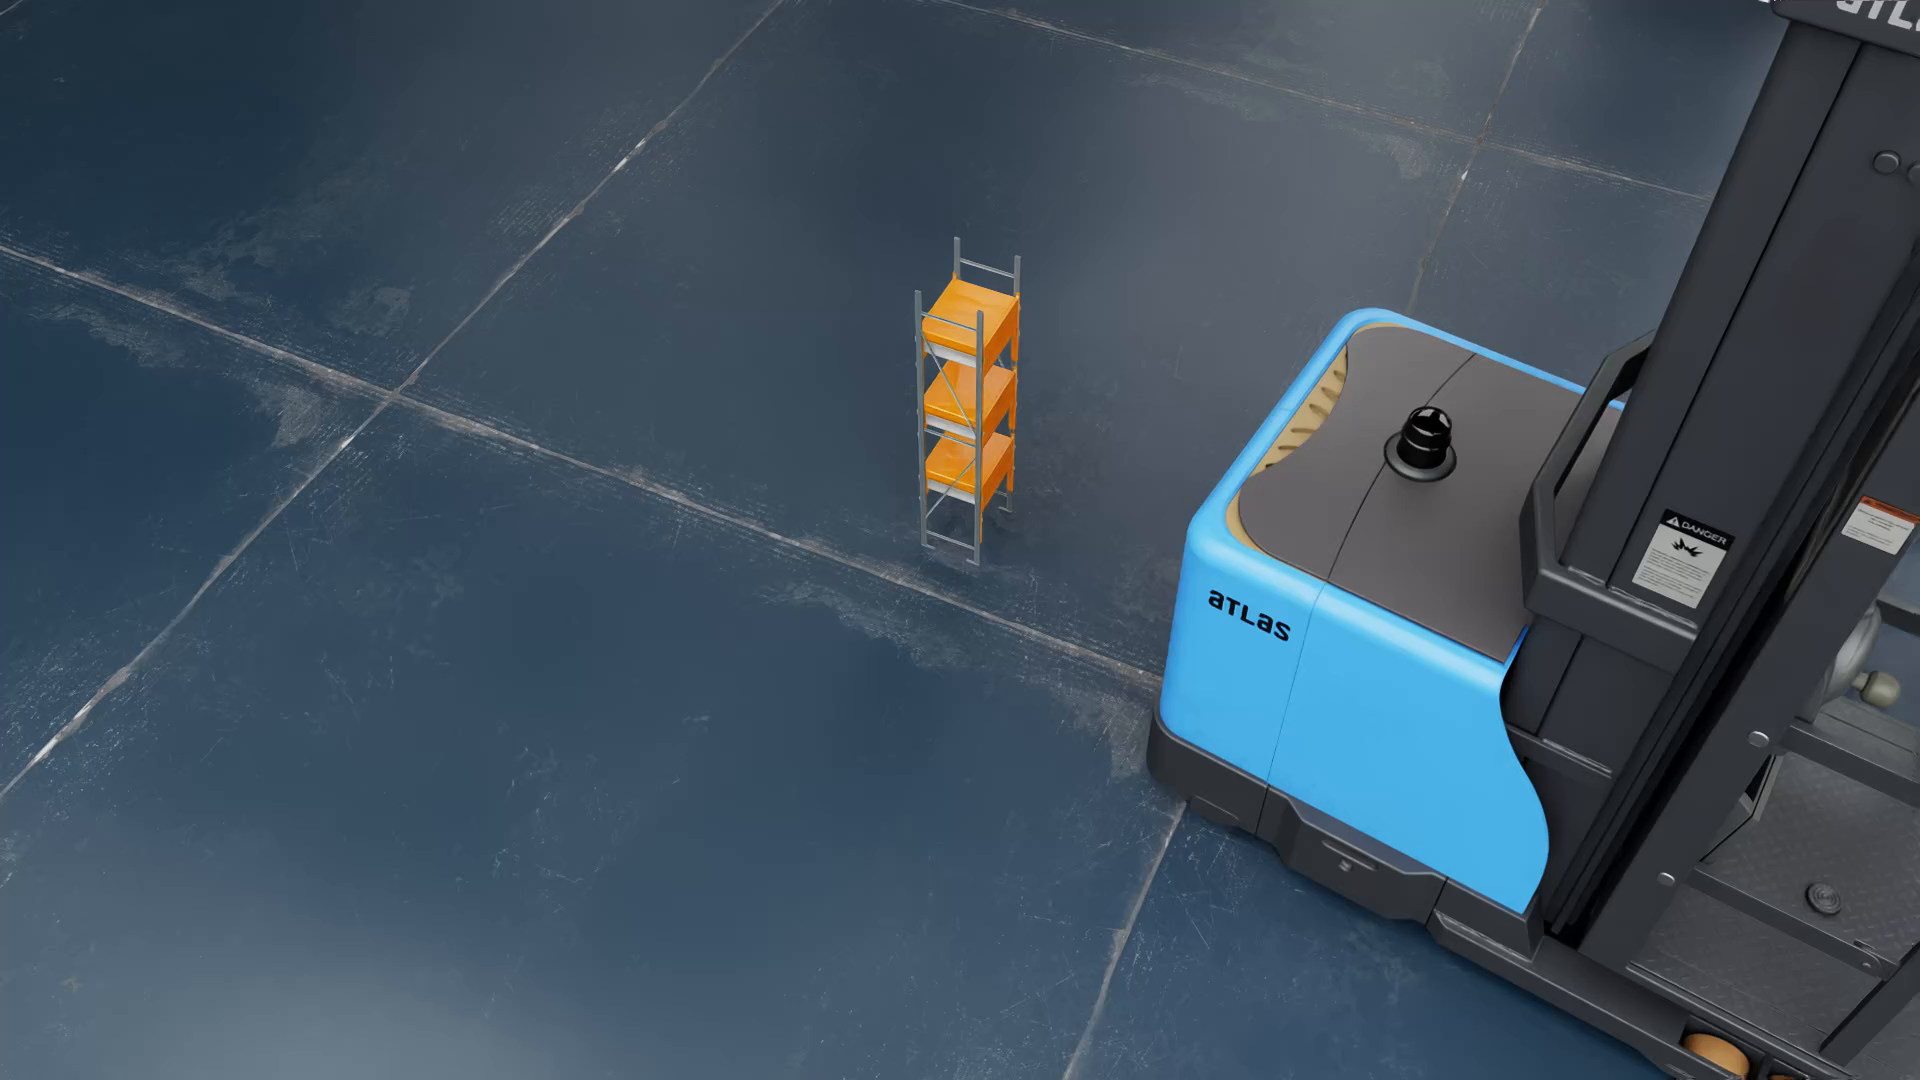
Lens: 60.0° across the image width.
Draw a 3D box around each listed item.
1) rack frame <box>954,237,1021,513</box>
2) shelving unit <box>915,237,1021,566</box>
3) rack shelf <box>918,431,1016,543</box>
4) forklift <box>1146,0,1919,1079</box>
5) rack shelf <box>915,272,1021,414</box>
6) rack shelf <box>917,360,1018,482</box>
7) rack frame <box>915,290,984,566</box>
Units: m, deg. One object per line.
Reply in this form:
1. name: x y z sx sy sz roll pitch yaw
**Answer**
1. rack frame: 0.075 -0.461 4.953 0.200 1.050 0.008 20 52 16
2. shelving unit: 0.023 -0.377 4.882 0.215 1.050 0.252 20 52 16
3. rack shelf: 0.023 -0.190 5.101 0.215 0.259 0.240 20 52 16
4. forklift: 2.033 0.030 3.300 3.031 2.935 1.130 26 55 21
5. rack shelf: 0.023 -0.554 4.673 0.215 0.259 0.240 20 52 16
6. rack shelf: 0.023 -0.370 4.890 0.215 0.259 0.240 20 52 16
7. rack frame: -0.029 -0.293 4.810 0.200 1.050 0.008 20 52 16
